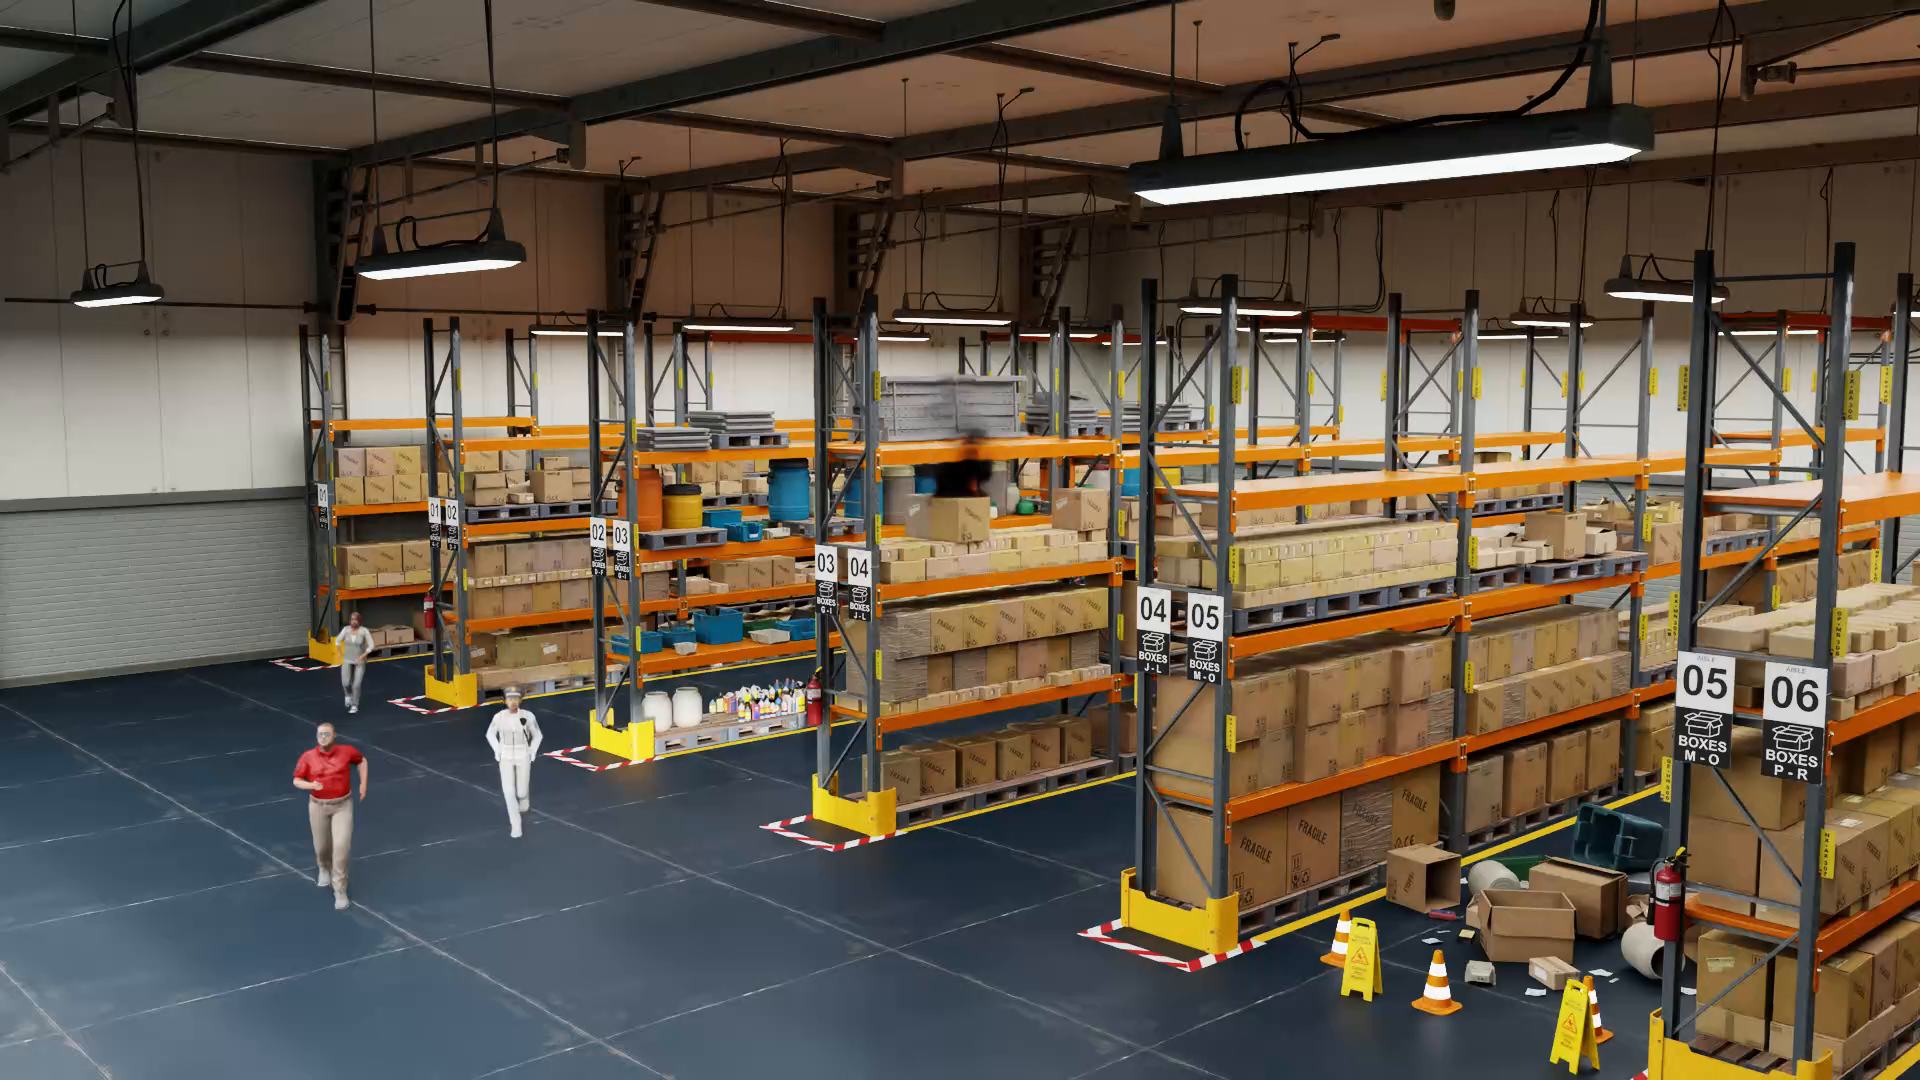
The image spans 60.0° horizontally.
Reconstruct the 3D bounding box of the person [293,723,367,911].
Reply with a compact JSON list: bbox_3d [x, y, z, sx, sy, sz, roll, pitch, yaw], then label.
[{"bbox_3d":[-6.177,2.662,16.332,0.669,1.740,0.977,-2,6,-16],"label":"person"}]

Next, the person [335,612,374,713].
[{"bbox_3d":[-9.160,1.855,25.180,0.576,1.554,0.492,-1,6,-11],"label":"person"}]

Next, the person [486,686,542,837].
[{"bbox_3d":[-5.025,2.463,18.765,0.618,1.668,0.677,-1,6,-11],"label":"person"}]
